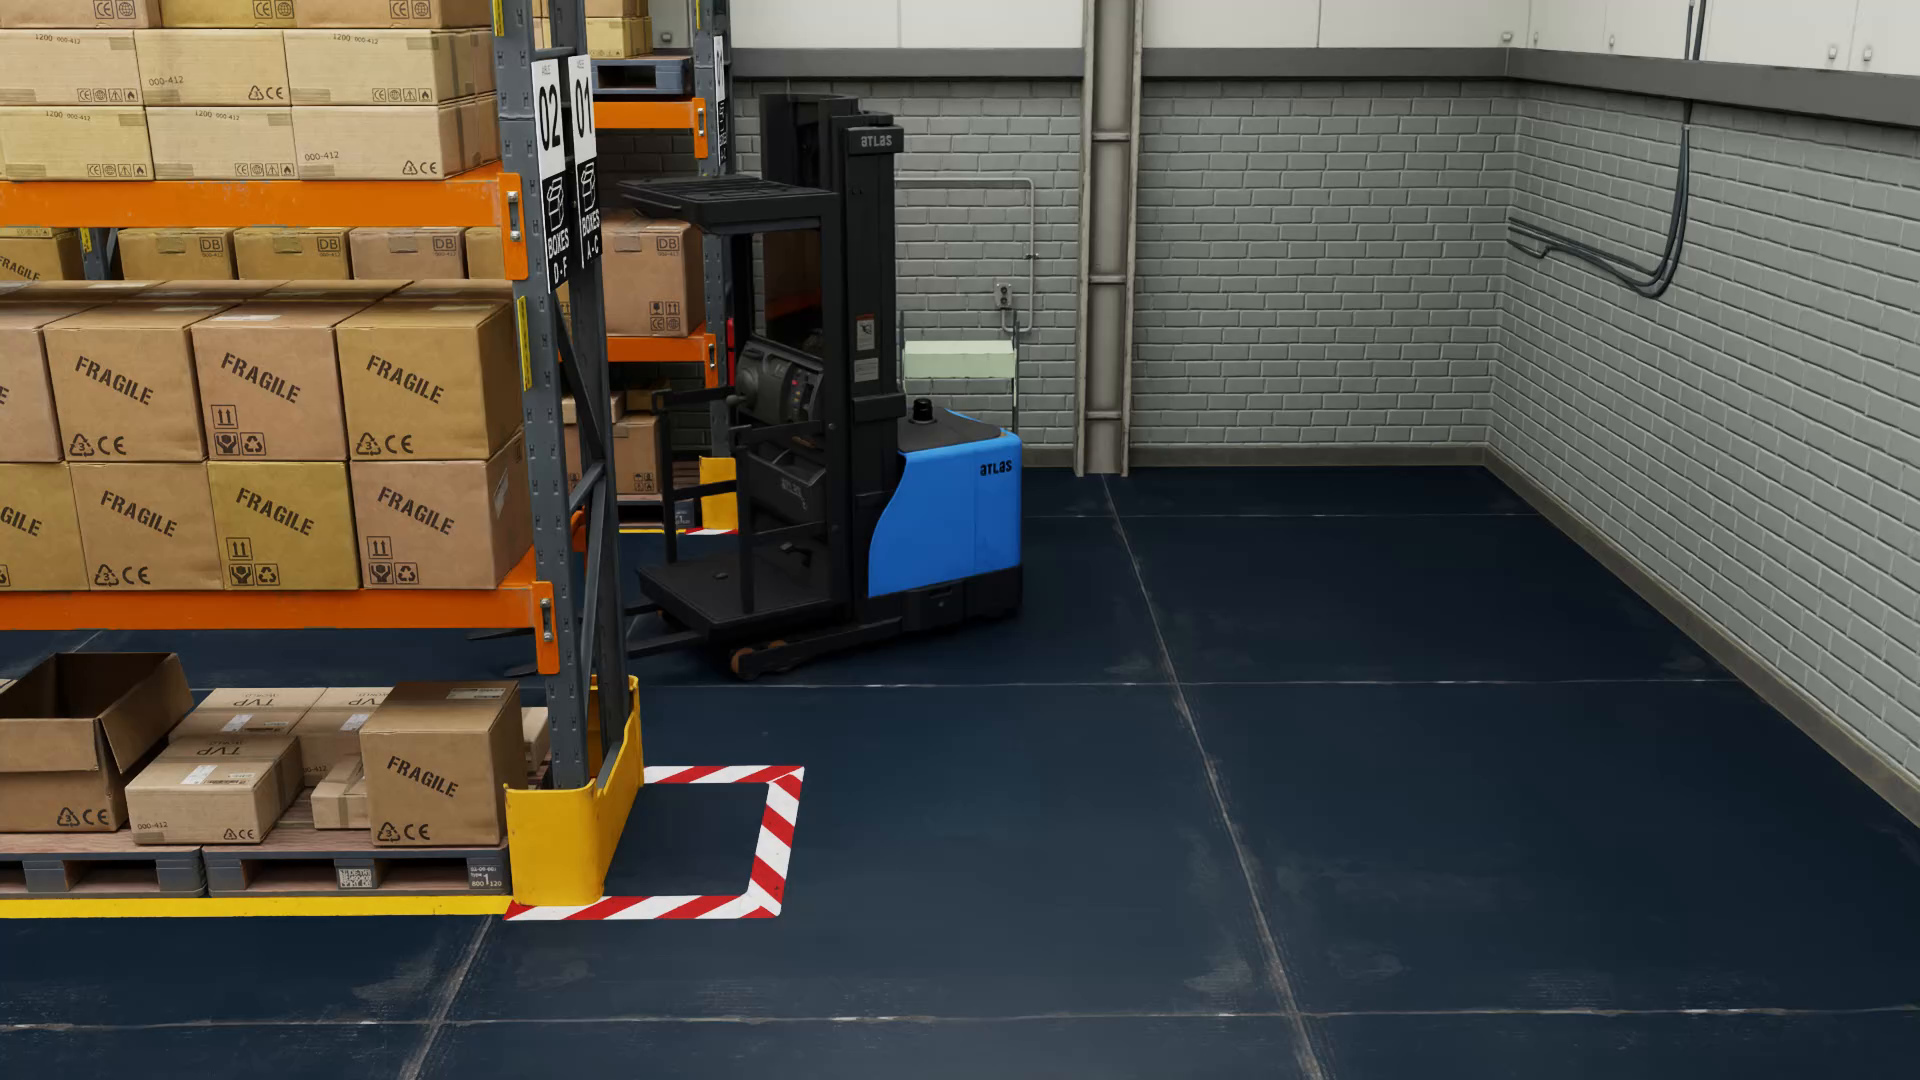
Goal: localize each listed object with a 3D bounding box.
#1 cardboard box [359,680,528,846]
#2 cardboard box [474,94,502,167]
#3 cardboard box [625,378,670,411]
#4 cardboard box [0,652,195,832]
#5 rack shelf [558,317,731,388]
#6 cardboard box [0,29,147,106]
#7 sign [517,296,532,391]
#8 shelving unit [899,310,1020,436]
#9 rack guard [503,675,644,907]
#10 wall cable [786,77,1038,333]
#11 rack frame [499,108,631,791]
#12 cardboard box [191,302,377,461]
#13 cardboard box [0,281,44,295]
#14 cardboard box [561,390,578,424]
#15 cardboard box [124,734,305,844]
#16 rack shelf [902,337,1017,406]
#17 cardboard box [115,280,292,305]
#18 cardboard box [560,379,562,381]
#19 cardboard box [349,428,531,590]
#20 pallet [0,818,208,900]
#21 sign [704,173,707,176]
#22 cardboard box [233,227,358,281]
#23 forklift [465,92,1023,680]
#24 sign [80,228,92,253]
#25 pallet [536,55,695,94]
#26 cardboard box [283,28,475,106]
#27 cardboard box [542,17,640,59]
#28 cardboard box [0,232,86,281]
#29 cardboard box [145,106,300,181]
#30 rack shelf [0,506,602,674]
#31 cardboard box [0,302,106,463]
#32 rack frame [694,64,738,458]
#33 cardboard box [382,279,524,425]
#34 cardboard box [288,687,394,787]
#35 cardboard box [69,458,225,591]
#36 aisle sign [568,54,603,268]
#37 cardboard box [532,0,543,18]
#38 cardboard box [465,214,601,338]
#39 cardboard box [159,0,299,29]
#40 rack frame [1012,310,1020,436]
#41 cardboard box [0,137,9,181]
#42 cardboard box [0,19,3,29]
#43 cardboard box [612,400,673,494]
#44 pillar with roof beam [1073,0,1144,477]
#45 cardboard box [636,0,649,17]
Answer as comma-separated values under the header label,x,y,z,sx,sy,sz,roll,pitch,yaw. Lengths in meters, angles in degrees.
label,x,y,z,sx,sy,sz,roll,pitch,yaw
cardboard box,-2.071,0.894,6.722,0.500,0.500,0.500,0,18,-1
cardboard box,-2.049,-1.597,6.449,0.500,0.250,0.500,0,18,-1
cardboard box,-2.190,-1.024,11.671,0.250,0.149,0.380,0,18,0
cardboard box,-3.653,0.823,6.937,0.637,0.503,0.797,0,18,-1
rack shelf,-3.613,-1.325,11.446,4.000,0.370,1.077,0,18,-1
cardboard box,-3.041,-1.675,5.876,0.500,0.250,0.500,0,18,-1
sign,-1.543,-0.697,5.896,0.005,0.325,0.100,0,18,-1
shelving unit,-0.007,-0.714,10.818,0.755,1.500,0.431,0,18,-1
rack guard,-1.608,1.026,7.030,0.348,0.500,1.175,0,18,-1
wall cable,-0.348,-2.456,12.131,1.851,1.984,0.084,0,18,-1
rack frame,-1.532,-0.165,6.650,0.127,3.000,1.000,0,18,-1
cardboard box,-2.477,-0.599,6.205,0.500,0.500,0.500,0,18,1
cardboard box,-4.014,-0.756,6.693,0.500,0.500,0.500,0,18,0
cardboard box,-2.693,-0.904,11.299,0.250,0.149,0.380,0,18,1
cardboard box,-3.022,1.009,6.774,0.500,0.250,0.500,0,18,-1
rack shelf,-0.007,-1.086,10.699,0.720,0.370,0.431,0,18,-1
cardboard box,-3.002,-0.761,6.708,0.500,0.500,0.500,0,18,0
cardboard box,-2.947,-1.020,11.660,0.250,0.149,0.380,0,18,0
cardboard box,-1.975,-0.127,6.369,0.500,0.500,0.500,0,18,1
pallet,-3.622,1.173,7.046,1.213,0.211,1.003,0,18,-1
sign,-1.619,-2.176,10.636,0.005,0.325,0.100,0,18,-1
cardboard box,-4.341,-1.800,11.258,0.700,0.700,0.980,-1,18,-2
forklift,-1.152,-0.843,8.876,3.031,2.935,1.130,-11,21,-31
sign,-5.595,-2.006,10.625,0.005,0.325,0.100,0,18,-1
pallet,-2.355,-3.057,10.900,1.213,0.211,1.003,0,18,-1
cardboard box,-2.041,-1.679,5.888,0.500,0.250,0.500,0,18,-1
cardboard box,-2.342,-3.197,10.588,0.500,0.250,0.500,0,18,1
cardboard box,-6.071,-1.778,10.995,0.500,0.500,0.500,-1,18,-2
cardboard box,-2.541,-1.439,5.959,0.500,0.250,0.500,0,18,-1
rack shelf,-3.531,0.188,6.730,4.000,0.370,1.077,0,18,-1
cardboard box,-3.509,-0.593,6.185,0.500,0.500,0.500,0,18,1
rack frame,-1.614,-1.677,11.366,0.127,3.000,1.000,0,18,-1
cardboard box,-1.980,-0.767,6.726,0.500,0.500,0.500,0,18,1
cardboard box,-2.580,0.854,7.257,0.500,0.250,0.500,0,18,-1
cardboard box,-2.993,-0.123,6.355,0.500,0.500,0.500,0,18,0
aisle sign,-1.468,-1.492,6.533,0.004,0.787,0.394,0,18,-1
cardboard box,-2.842,-3.553,10.469,0.500,0.500,0.500,0,18,1
cardboard box,-2.851,-1.808,11.282,0.700,0.700,0.980,0,18,-1
cardboard box,-2.546,-2.133,6.073,0.500,0.500,0.700,0,18,-1
rack frame,0.359,-0.716,10.824,0.023,1.500,0.400,0,18,-1
cardboard box,-3.541,-1.435,5.947,0.500,0.250,0.500,0,18,-1
cardboard box,-3.546,-2.124,6.045,0.500,0.500,0.700,0,18,-1
cardboard box,-2.312,-0.653,11.578,0.500,0.500,0.700,0,18,-1
pillar with roof beam,1.140,-3.496,7.215,0.400,9.000,9.100,0,18,-1
cardboard box,-2.347,-3.709,10.956,0.500,0.500,0.500,-1,18,-3
